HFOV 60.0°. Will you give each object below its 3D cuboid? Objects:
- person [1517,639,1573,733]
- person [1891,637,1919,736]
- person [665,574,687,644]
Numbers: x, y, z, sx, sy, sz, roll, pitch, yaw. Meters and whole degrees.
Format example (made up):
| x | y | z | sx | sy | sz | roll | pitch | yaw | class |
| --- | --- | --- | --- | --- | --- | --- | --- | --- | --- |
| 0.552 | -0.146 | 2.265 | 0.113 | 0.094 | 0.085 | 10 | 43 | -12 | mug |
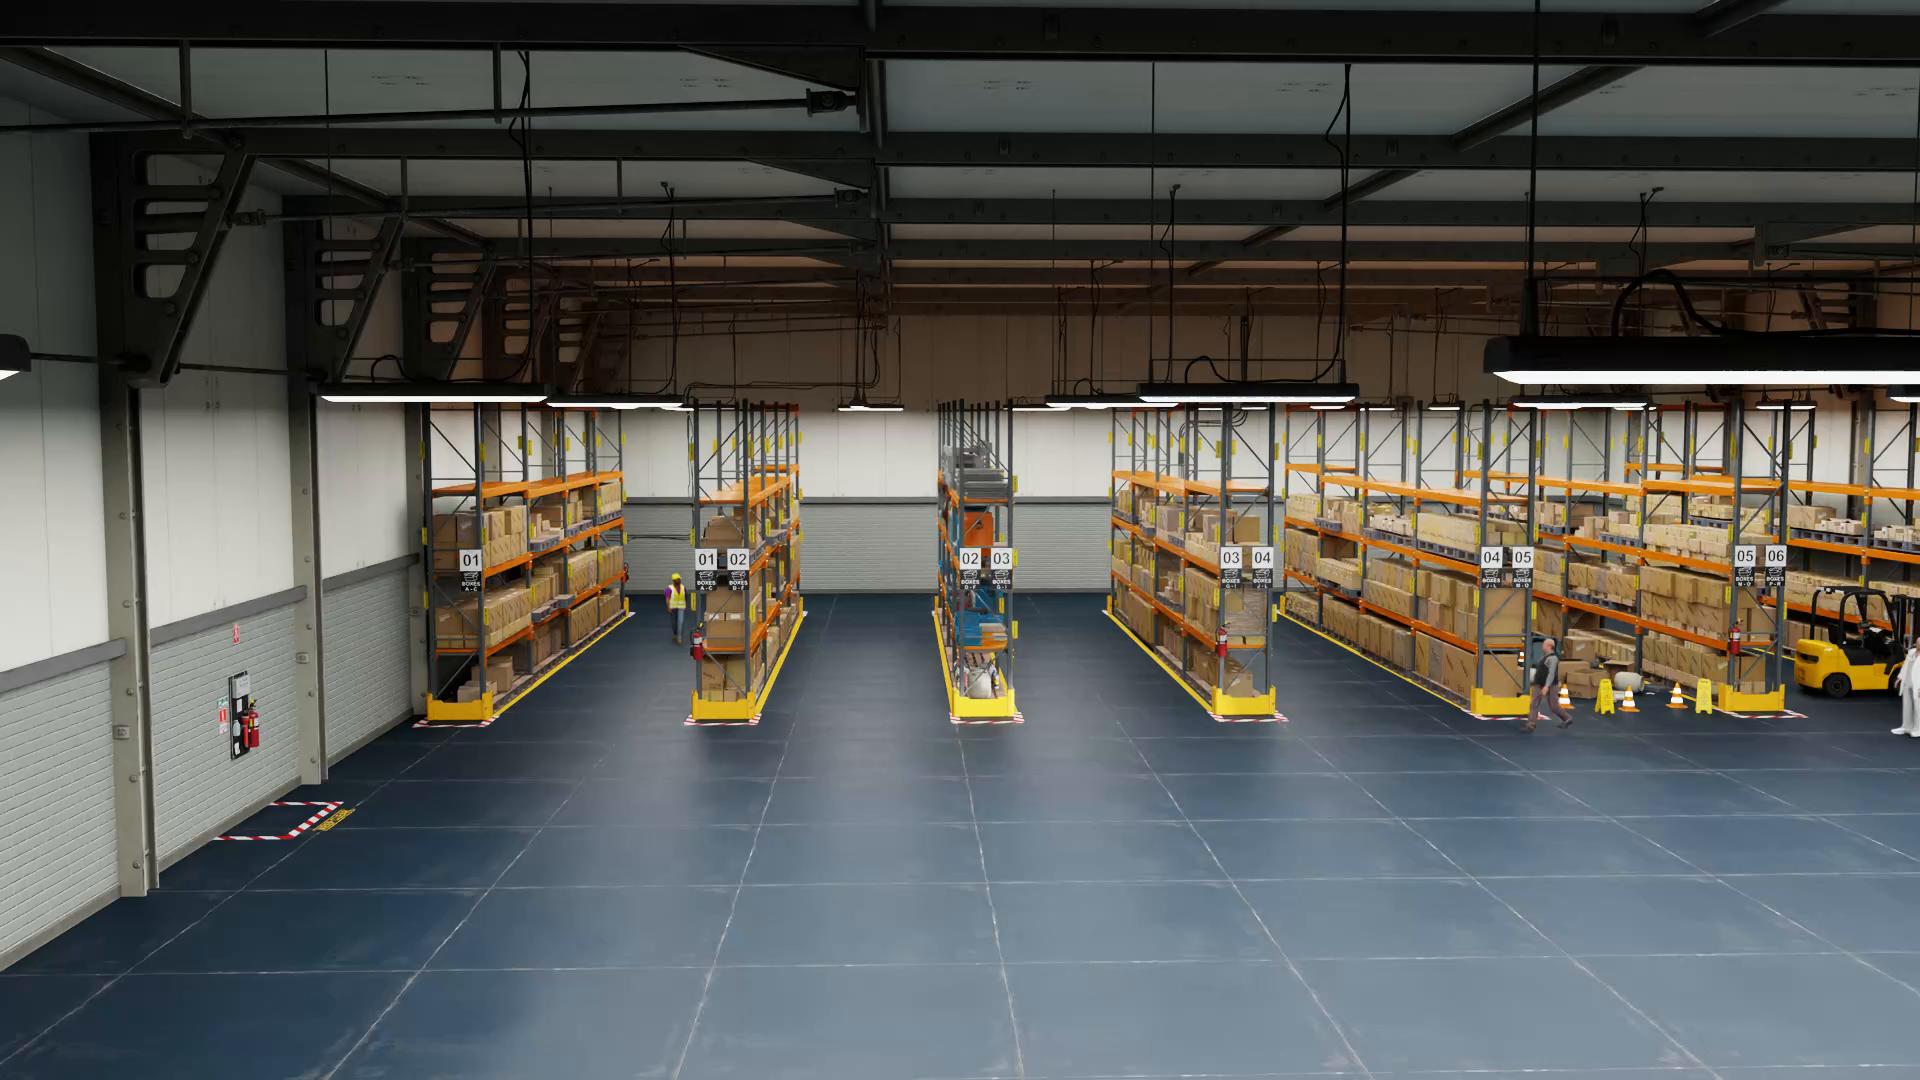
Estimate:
| x | y | z | sx | sy | sz | roll | pitch | yaw | class |
| --- | --- | --- | --- | --- | --- | --- | --- | --- | --- |
| 10.542 | 2.618 | 29.828 | 0.980 | 1.695 | 0.504 | -2 | 5 | -24 | person |
| 16.935 | 2.642 | 29.576 | 0.409 | 1.678 | 0.682 | -2 | 5 | -25 | person |
| -7.088 | 1.704 | 41.469 | 0.506 | 1.714 | 0.999 | 0 | 4 | -4 | person |
